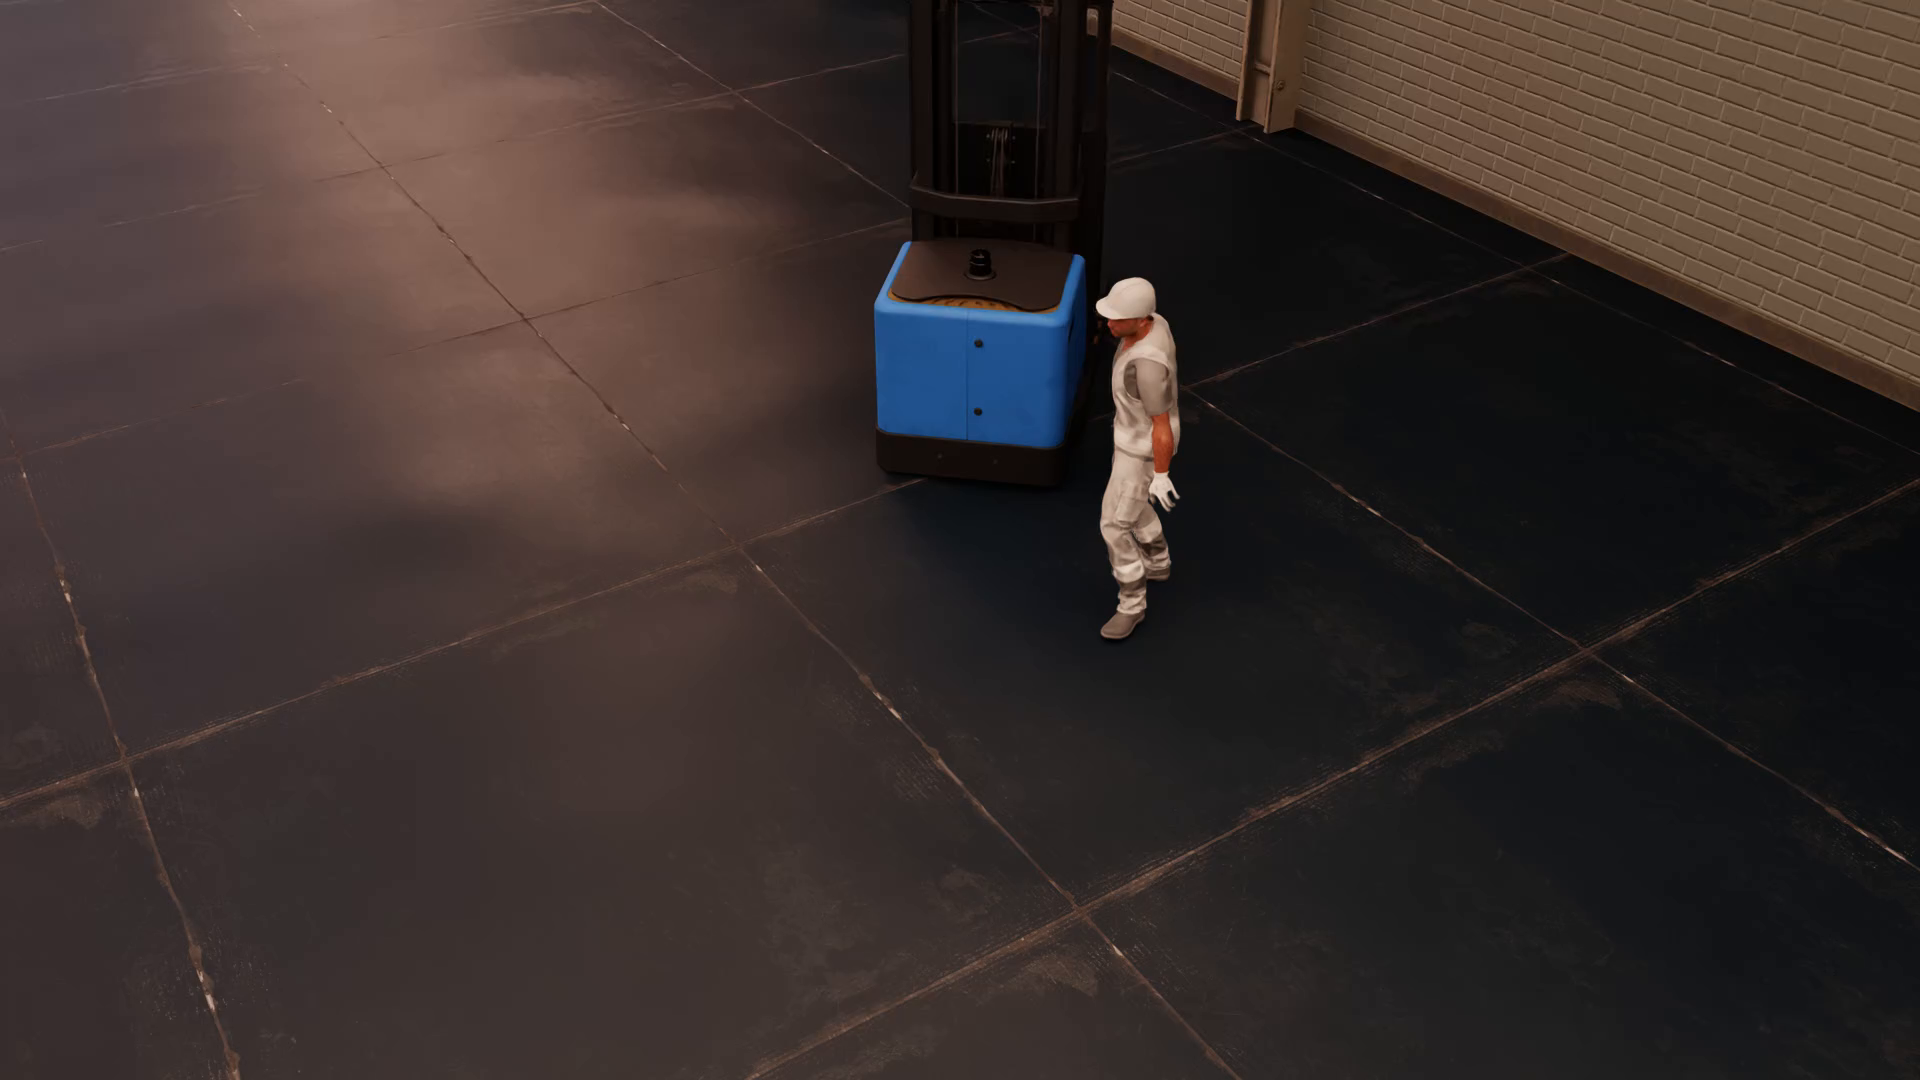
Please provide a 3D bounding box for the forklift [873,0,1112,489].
[{"bbox_3d":[0.303,-2.314,9.441,1.130,2.935,3.031,6,36,8],"label":"forklift"}]

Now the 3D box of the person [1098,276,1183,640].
[{"bbox_3d":[0.836,-0.458,7.842,0.450,1.749,0.876,1,35,2],"label":"person"}]
